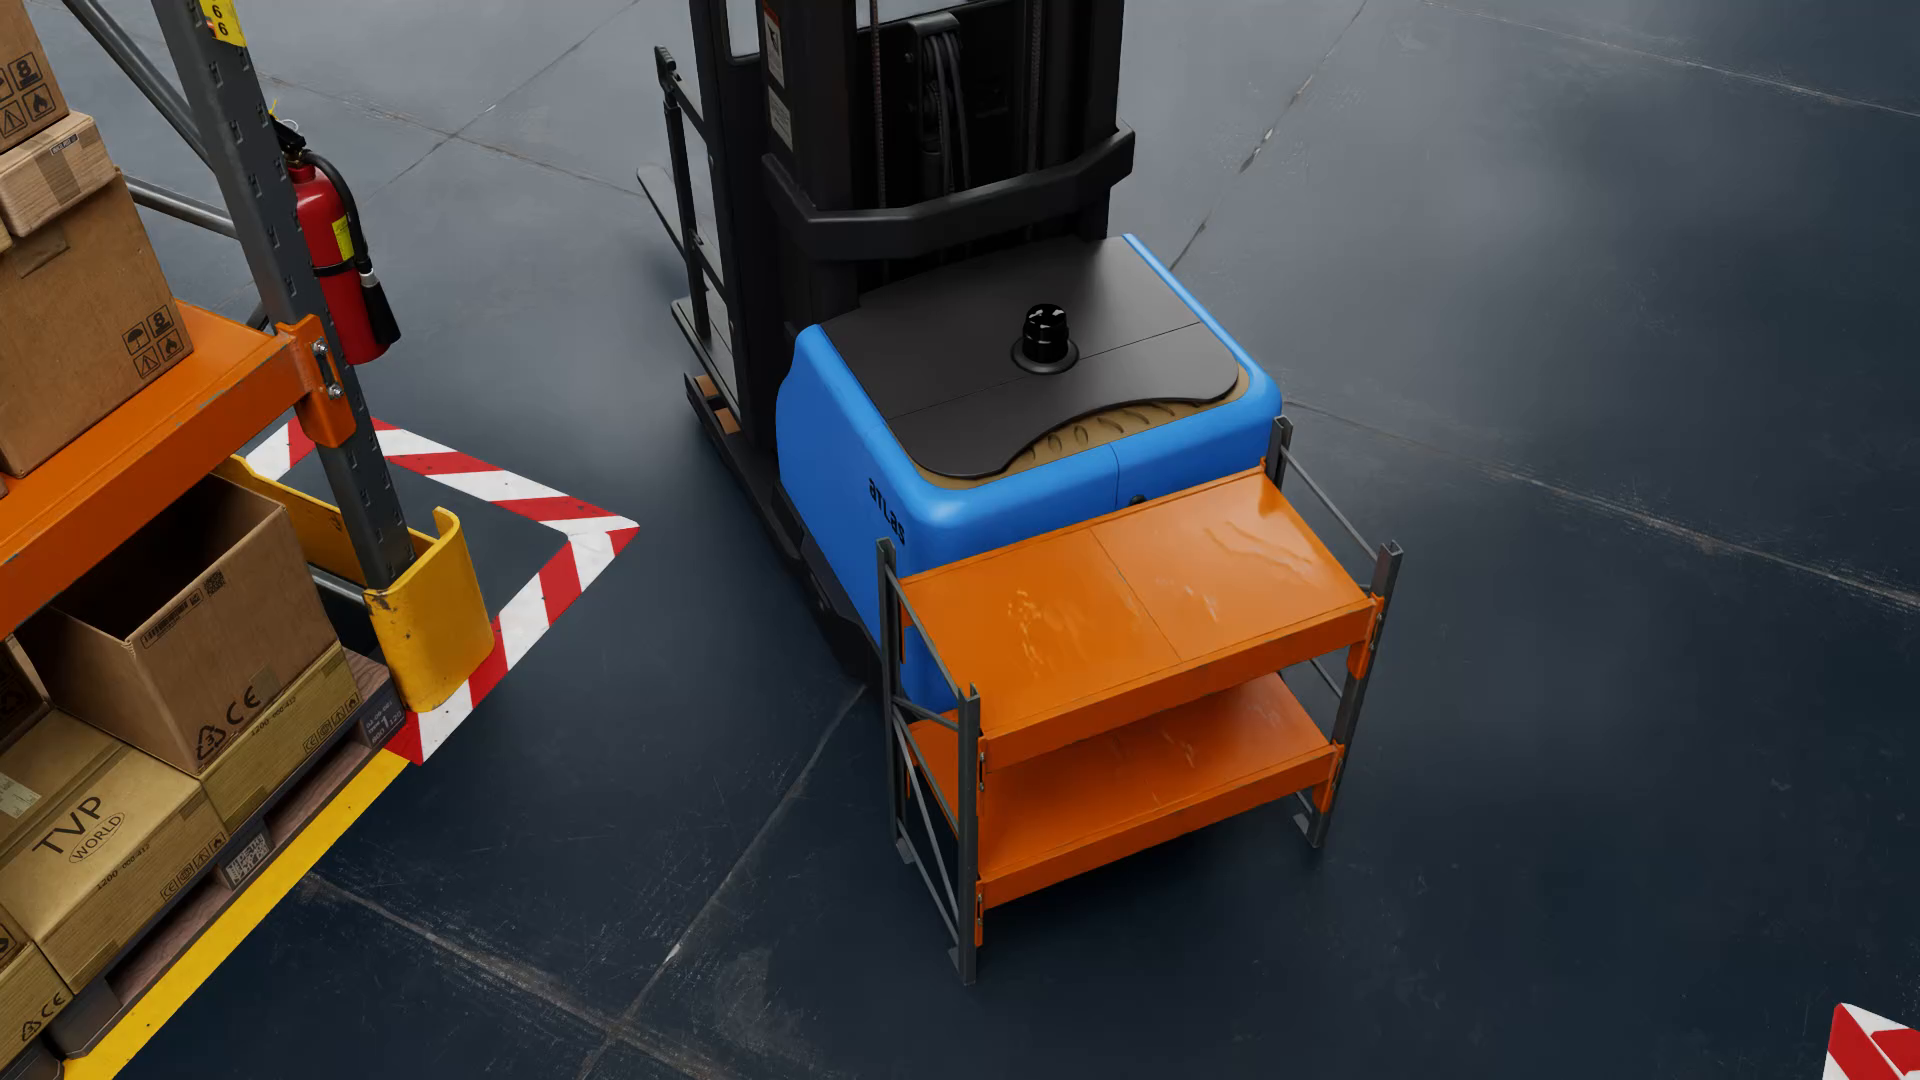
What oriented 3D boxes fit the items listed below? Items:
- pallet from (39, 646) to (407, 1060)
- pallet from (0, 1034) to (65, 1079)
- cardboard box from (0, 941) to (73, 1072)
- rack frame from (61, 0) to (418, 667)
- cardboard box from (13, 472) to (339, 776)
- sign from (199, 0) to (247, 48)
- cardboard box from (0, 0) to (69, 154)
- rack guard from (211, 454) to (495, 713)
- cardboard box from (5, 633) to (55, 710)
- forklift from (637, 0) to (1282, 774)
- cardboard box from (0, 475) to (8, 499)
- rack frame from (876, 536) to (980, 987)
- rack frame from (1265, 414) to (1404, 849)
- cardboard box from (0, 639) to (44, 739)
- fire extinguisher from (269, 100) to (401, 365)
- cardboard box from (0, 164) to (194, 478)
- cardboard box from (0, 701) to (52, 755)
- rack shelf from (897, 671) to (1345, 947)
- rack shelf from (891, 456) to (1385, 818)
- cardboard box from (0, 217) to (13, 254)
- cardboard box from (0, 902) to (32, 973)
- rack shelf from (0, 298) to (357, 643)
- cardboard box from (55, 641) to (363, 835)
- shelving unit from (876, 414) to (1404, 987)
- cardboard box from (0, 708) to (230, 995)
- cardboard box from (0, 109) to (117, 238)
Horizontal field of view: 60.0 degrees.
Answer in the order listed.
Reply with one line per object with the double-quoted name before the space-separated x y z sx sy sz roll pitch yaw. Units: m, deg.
"pallet" -2.285 0.647 4.462 1.003 0.211 1.213 20 49 19
"pallet" -2.852 1.413 3.705 1.003 0.211 1.213 20 49 19
"cardboard box" -2.406 1.060 3.731 0.500 0.250 0.500 20 49 19
"rack frame" -1.967 -0.829 3.960 1.000 3.000 0.127 20 49 19
"cardboard box" -1.952 0.163 4.091 0.500 0.500 0.500 20 49 19
"sign" -1.493 -1.131 3.278 0.100 0.325 0.005 20 49 19
"cardboard box" -2.220 -0.997 3.144 0.700 0.500 0.500 21 49 19
"rack guard" -1.956 0.035 4.864 1.175 0.500 0.348 20 49 19
"cardboard box" -2.413 0.255 4.527 0.500 0.250 0.500 20 49 19
"forklift" -0.273 -1.433 4.606 1.130 2.935 3.031 -19 48 -18
"cardboard box" -2.435 -0.241 3.309 0.700 0.500 0.500 22 49 20
"rack frame" -0.073 0.553 3.912 0.032 1.125 0.500 -17 48 -16
"rack frame" 0.858 0.262 4.199 0.032 1.125 0.500 -17 48 -16
"cardboard box" -2.643 0.307 3.949 0.500 0.500 0.500 20 49 19
"fire extinguisher" -1.501 -0.723 3.910 0.296 0.674 0.183 20 49 19
"cardboard box" -2.195 -0.574 3.638 0.700 0.500 0.500 20 49 19
"cardboard box" -2.642 0.571 4.215 0.500 0.250 0.500 20 49 19
"rack shelf" 0.393 0.579 4.230 1.000 0.278 0.538 -17 48 -16
"rack shelf" 0.393 0.202 3.847 1.000 0.278 0.538 -17 48 -16
"cardboard box" -2.096 -0.623 3.230 0.380 0.149 0.250 22 49 20
"cardboard box" -2.404 0.798 3.463 0.500 0.500 0.500 20 49 19
"rack shelf" -2.895 0.684 2.971 1.077 0.370 4.000 20 49 19
"cardboard box" -1.954 0.426 4.358 0.500 0.250 0.500 20 49 19
"shelving unit" 0.393 0.408 4.056 1.048 1.125 0.538 -17 48 -16
"cardboard box" -2.176 0.745 4.043 0.500 0.250 0.500 20 49 19
"cardboard box" -1.976 -0.788 3.394 0.380 0.149 0.250 20 49 18
